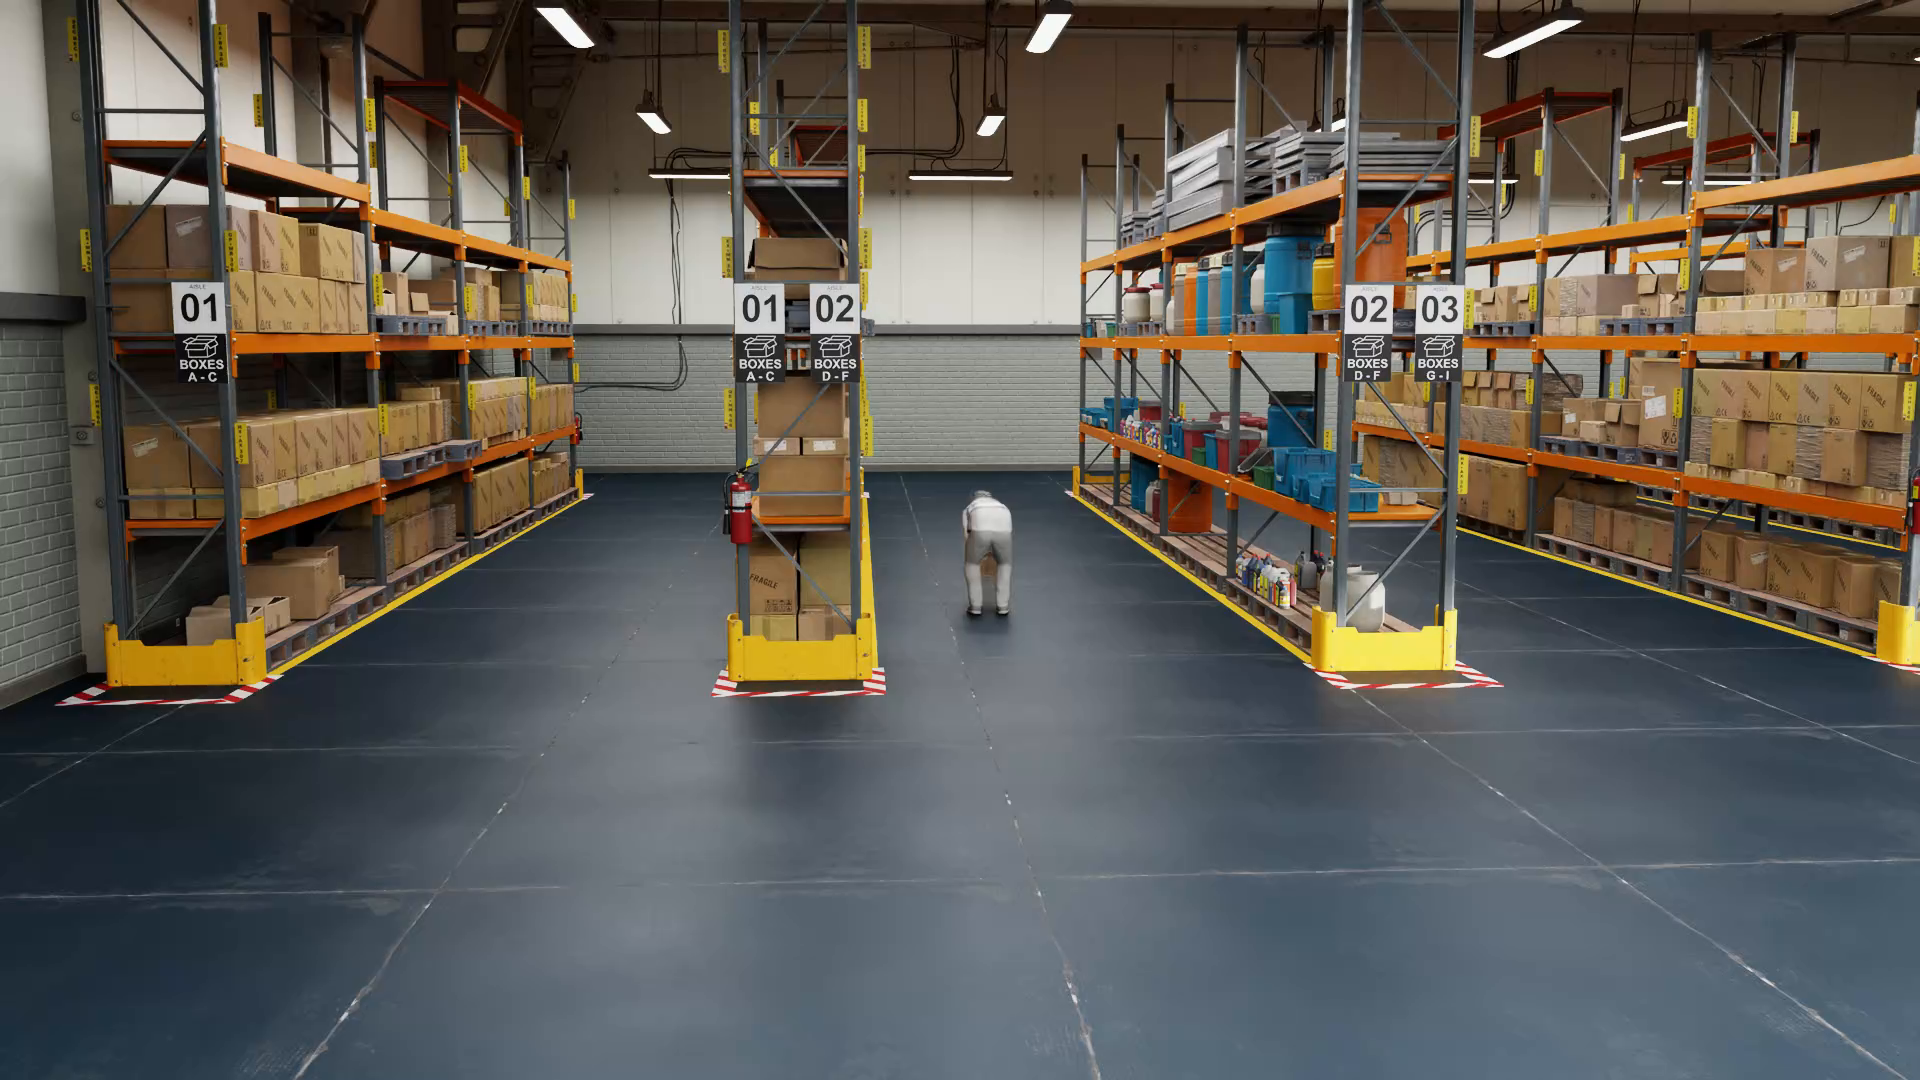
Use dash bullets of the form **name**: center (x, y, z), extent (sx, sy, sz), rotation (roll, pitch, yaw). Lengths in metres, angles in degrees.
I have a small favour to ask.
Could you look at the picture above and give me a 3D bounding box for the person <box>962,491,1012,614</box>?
- **person**: center (0.268, 0.123, 17.050), extent (0.490, 1.195, 1.038), rotation (-1, 7, -6)
